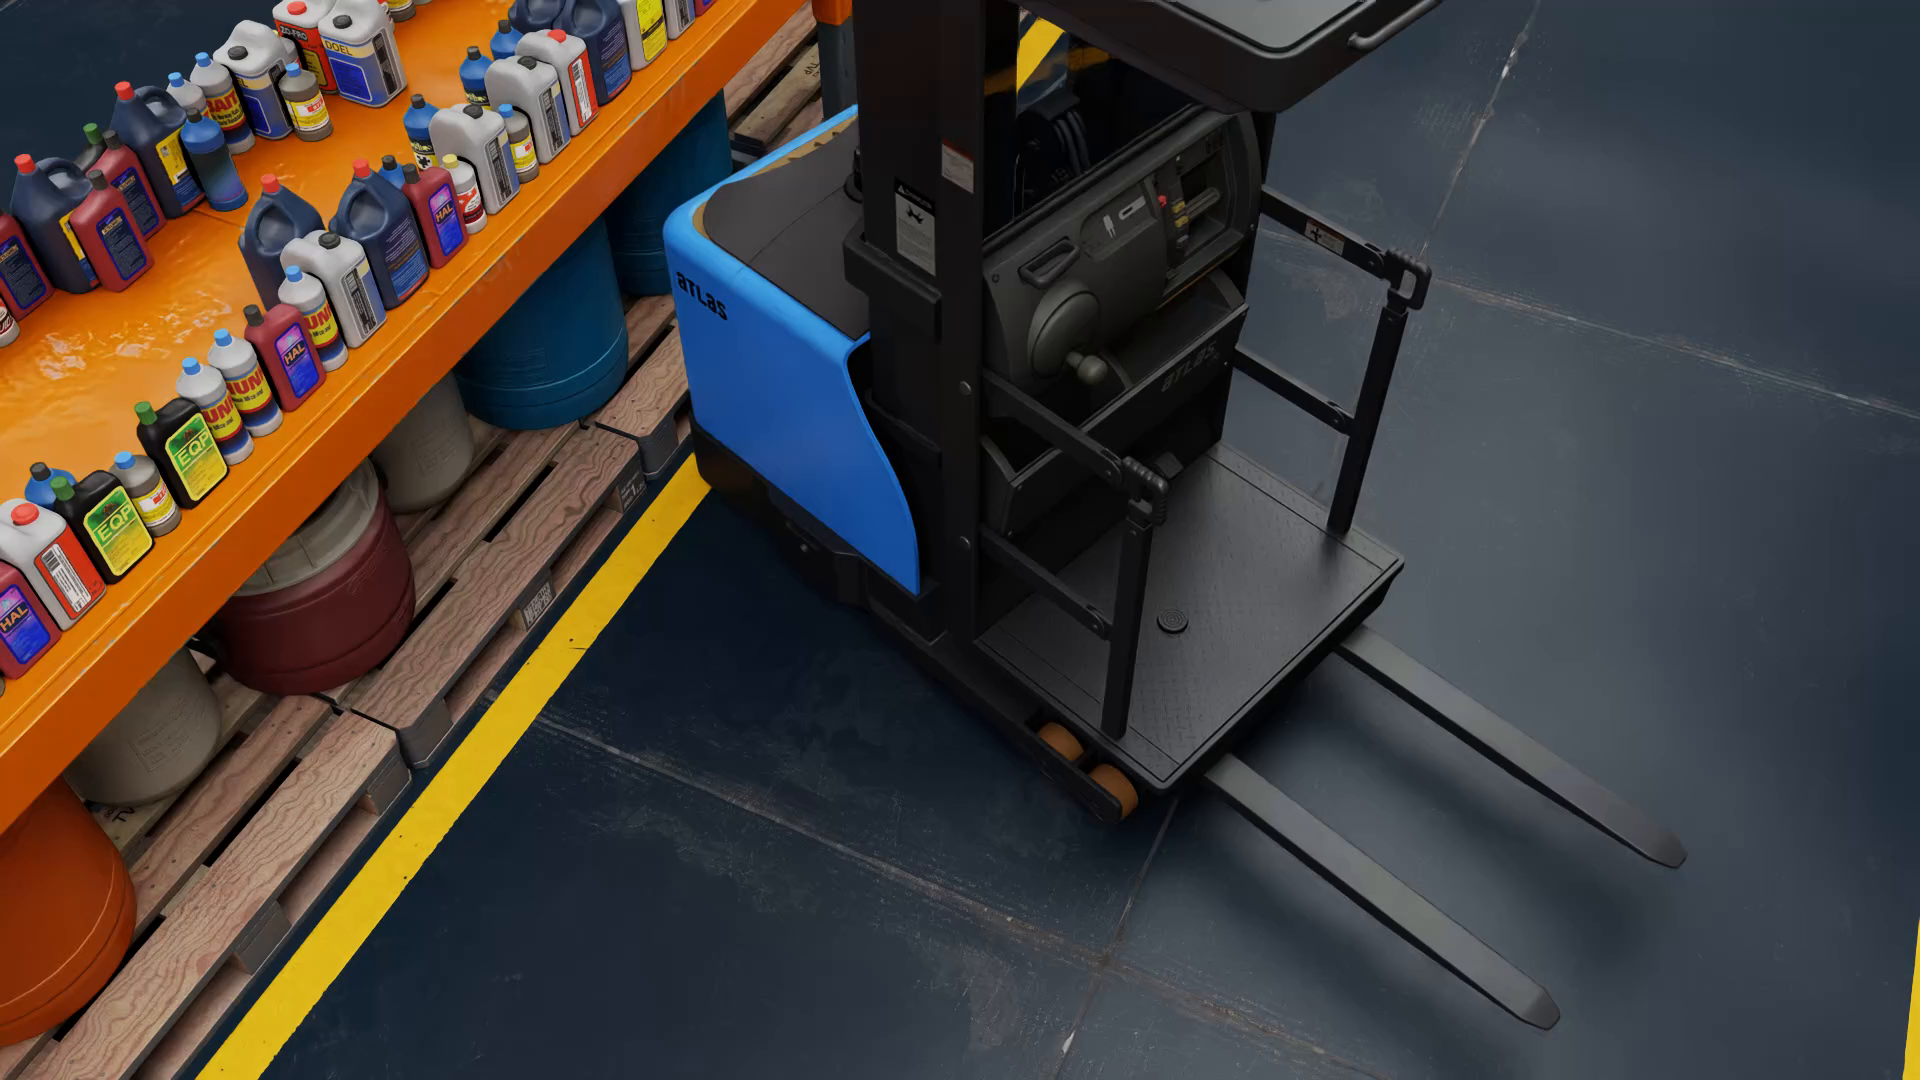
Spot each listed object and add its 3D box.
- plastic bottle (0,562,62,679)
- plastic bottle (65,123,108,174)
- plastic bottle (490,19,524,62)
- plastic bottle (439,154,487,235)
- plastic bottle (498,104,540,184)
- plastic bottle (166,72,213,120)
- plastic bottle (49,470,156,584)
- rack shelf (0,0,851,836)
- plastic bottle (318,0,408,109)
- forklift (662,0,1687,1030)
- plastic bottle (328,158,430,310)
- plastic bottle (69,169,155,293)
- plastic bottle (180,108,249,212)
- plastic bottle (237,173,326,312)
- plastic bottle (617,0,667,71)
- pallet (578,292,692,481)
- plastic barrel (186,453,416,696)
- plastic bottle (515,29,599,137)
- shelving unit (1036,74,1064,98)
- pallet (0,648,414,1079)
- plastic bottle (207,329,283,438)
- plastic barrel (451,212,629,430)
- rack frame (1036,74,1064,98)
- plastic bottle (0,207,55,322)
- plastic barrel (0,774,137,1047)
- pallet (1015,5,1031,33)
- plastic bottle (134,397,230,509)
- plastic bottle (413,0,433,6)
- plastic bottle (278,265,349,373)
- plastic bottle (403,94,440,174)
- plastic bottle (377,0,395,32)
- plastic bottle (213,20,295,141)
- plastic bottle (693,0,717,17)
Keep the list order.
[{"bbox_3d":[-1.871,0.137,3.240,0.061,0.283,0.133,20,52,16],"label":"plastic bottle"},{"bbox_3d":[-2.119,-0.882,4.107,0.061,0.283,0.133,20,52,16],"label":"plastic bottle"},{"bbox_3d":[-1.190,-1.261,4.438,0.097,0.271,0.097,0,50,0],"label":"plastic bottle"},{"bbox_3d":[-1.250,-0.870,4.151,0.097,0.201,0.097,0,50,0],"label":"plastic bottle"},{"bbox_3d":[-1.151,-1.029,4.287,0.097,0.201,0.097,0,50,0],"label":"plastic bottle"},{"bbox_3d":[-1.974,-1.079,4.283,0.097,0.271,0.097,0,50,0],"label":"plastic bottle"},{"bbox_3d":[-1.757,-0.047,3.397,0.061,0.283,0.133,20,52,16],"label":"plastic bottle"},{"bbox_3d":[-1.676,-0.640,4.298,1.077,0.370,4.000,20,52,16],"label":"rack shelf"},{"bbox_3d":[-1.622,-1.328,4.492,0.152,0.276,0.135,20,52,16],"label":"plastic bottle"},{"bbox_3d":[0.557,-0.625,3.857,3.031,2.935,1.130,37,59,27],"label":"forklift"},{"bbox_3d":[-1.389,-0.737,3.940,0.144,0.351,0.185,20,52,16],"label":"plastic bottle"},{"bbox_3d":[-2.045,-0.743,3.989,0.061,0.283,0.133,20,52,16],"label":"plastic bottle"},{"bbox_3d":[-1.885,-0.965,4.186,0.097,0.271,0.097,0,50,0],"label":"plastic bottle"},{"bbox_3d":[-1.584,-0.693,3.903,0.144,0.351,0.185,20,52,16],"label":"plastic bottle"},{"bbox_3d":[-0.918,-1.495,4.585,0.144,0.351,0.185,20,52,16],"label":"plastic bottle"},{"bbox_3d":[-1.189,-0.829,5.817,1.003,0.211,1.213,20,52,16],"label":"pallet"},{"bbox_3d":[-1.854,0.029,4.563,0.600,0.588,0.708,20,52,16],"label":"plastic barrel"},{"bbox_3d":[-1.069,-1.235,4.413,0.152,0.276,0.135,20,52,16],"label":"plastic bottle"},{"bbox_3d":[0.230,-1.422,6.331,0.258,0.189,1.200,27,55,21],"label":"shelving unit"},{"bbox_3d":[-2.231,0.851,4.387,1.003,0.211,1.213,20,52,16],"label":"pallet"},{"bbox_3d":[-1.584,-0.355,3.667,0.097,0.271,0.097,0,50,0],"label":"plastic bottle"},{"bbox_3d":[-1.372,-0.850,5.106,0.600,0.901,0.708,20,52,16],"label":"plastic barrel"},{"bbox_3d":[0.230,-1.482,6.262,0.240,0.006,1.200,27,55,21],"label":"rack frame"},{"bbox_3d":[-2.255,-0.663,3.921,0.061,0.283,0.133,20,52,16],"label":"plastic bottle"},{"bbox_3d":[-2.337,0.729,3.810,0.600,0.830,0.708,20,52,16],"label":"plastic barrel"},{"bbox_3d":[-0.022,-2.709,7.416,1.003,0.211,1.213,20,52,16],"label":"pallet"},{"bbox_3d":[-1.658,-0.206,3.532,0.061,0.283,0.133,20,52,16],"label":"plastic bottle"},{"bbox_3d":[-1.594,-1.691,4.804,0.097,0.271,0.097,0,50,0],"label":"plastic bottle"},{"bbox_3d":[-1.485,-0.513,3.802,0.097,0.271,0.097,0,50,0],"label":"plastic bottle"},{"bbox_3d":[-1.346,-1.009,4.223,0.097,0.271,0.097,0,50,0],"label":"plastic bottle"},{"bbox_3d":[-1.677,-1.534,4.717,0.097,0.201,0.097,0,50,0],"label":"plastic bottle"},{"bbox_3d":[-1.858,-1.218,4.399,0.152,0.276,0.135,20,52,16],"label":"plastic bottle"},{"bbox_3d":[-0.755,-1.662,4.771,0.061,0.283,0.133,20,52,16],"label":"plastic bottle"}]
